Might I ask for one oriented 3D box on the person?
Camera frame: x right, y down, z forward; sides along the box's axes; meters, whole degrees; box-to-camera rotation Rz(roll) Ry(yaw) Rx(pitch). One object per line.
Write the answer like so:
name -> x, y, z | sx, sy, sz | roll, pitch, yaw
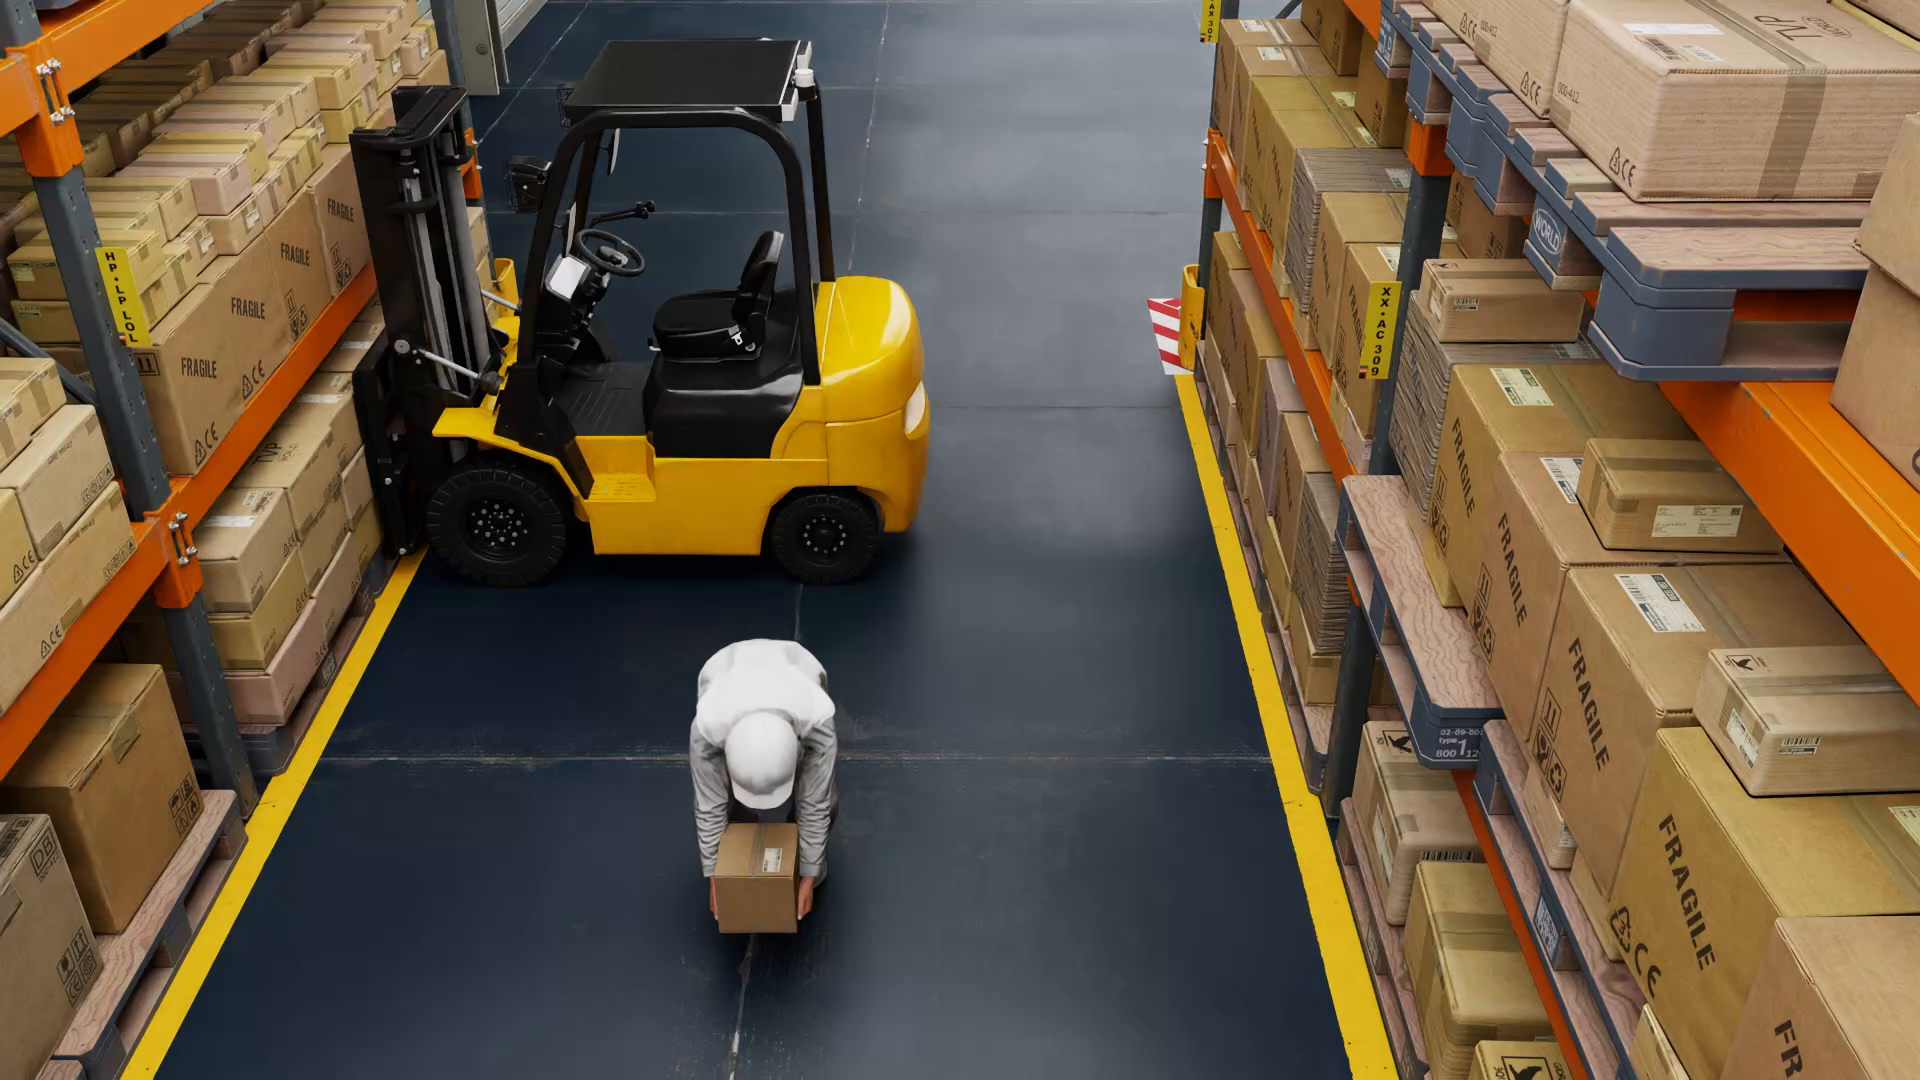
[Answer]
person -> -0.652, 0.788, 5.572 | 0.506, 0.992, 0.952 | -1, 31, -2
